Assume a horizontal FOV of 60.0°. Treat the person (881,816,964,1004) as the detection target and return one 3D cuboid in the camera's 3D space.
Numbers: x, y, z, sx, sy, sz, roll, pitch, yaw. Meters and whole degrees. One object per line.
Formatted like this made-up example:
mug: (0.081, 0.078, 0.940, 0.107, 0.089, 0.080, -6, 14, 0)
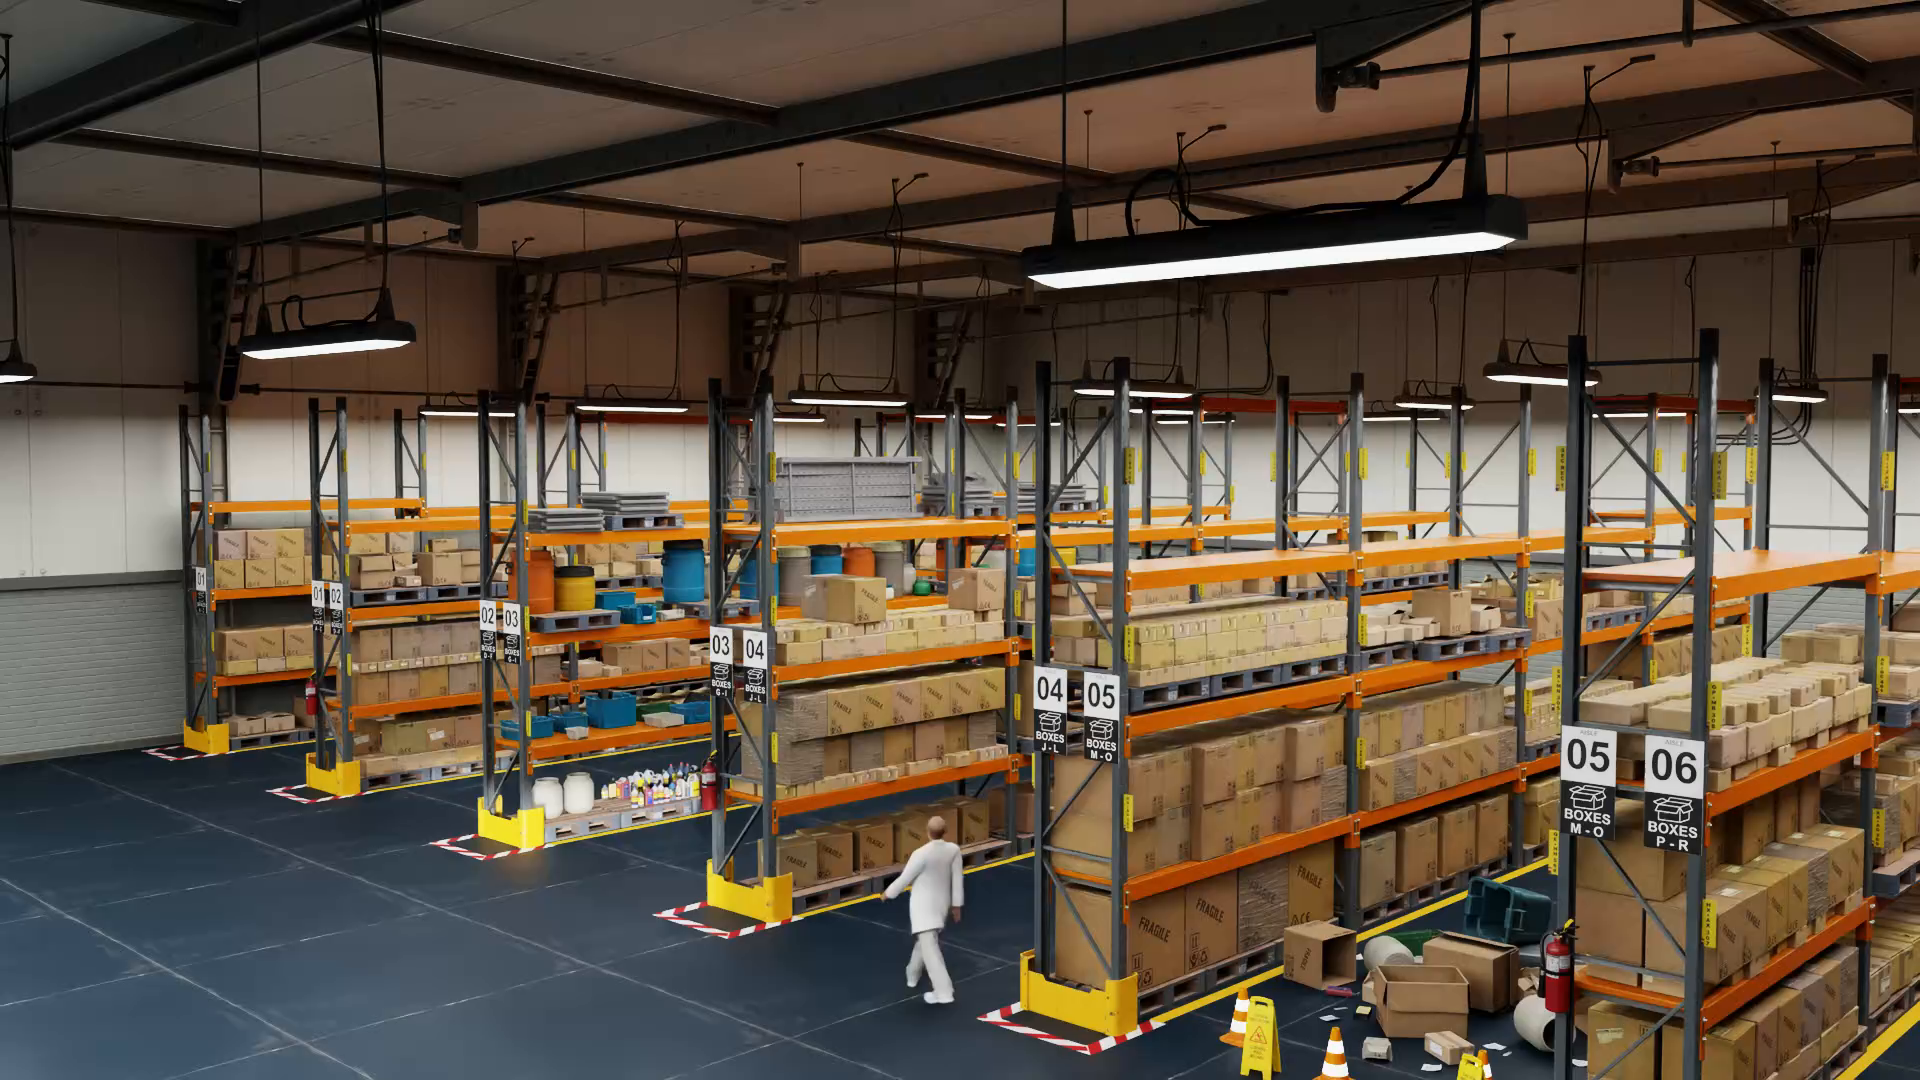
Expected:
person: (-0.308, 3.512, 15.789, 0.684, 1.623, 1.134, -2, 4, -33)
